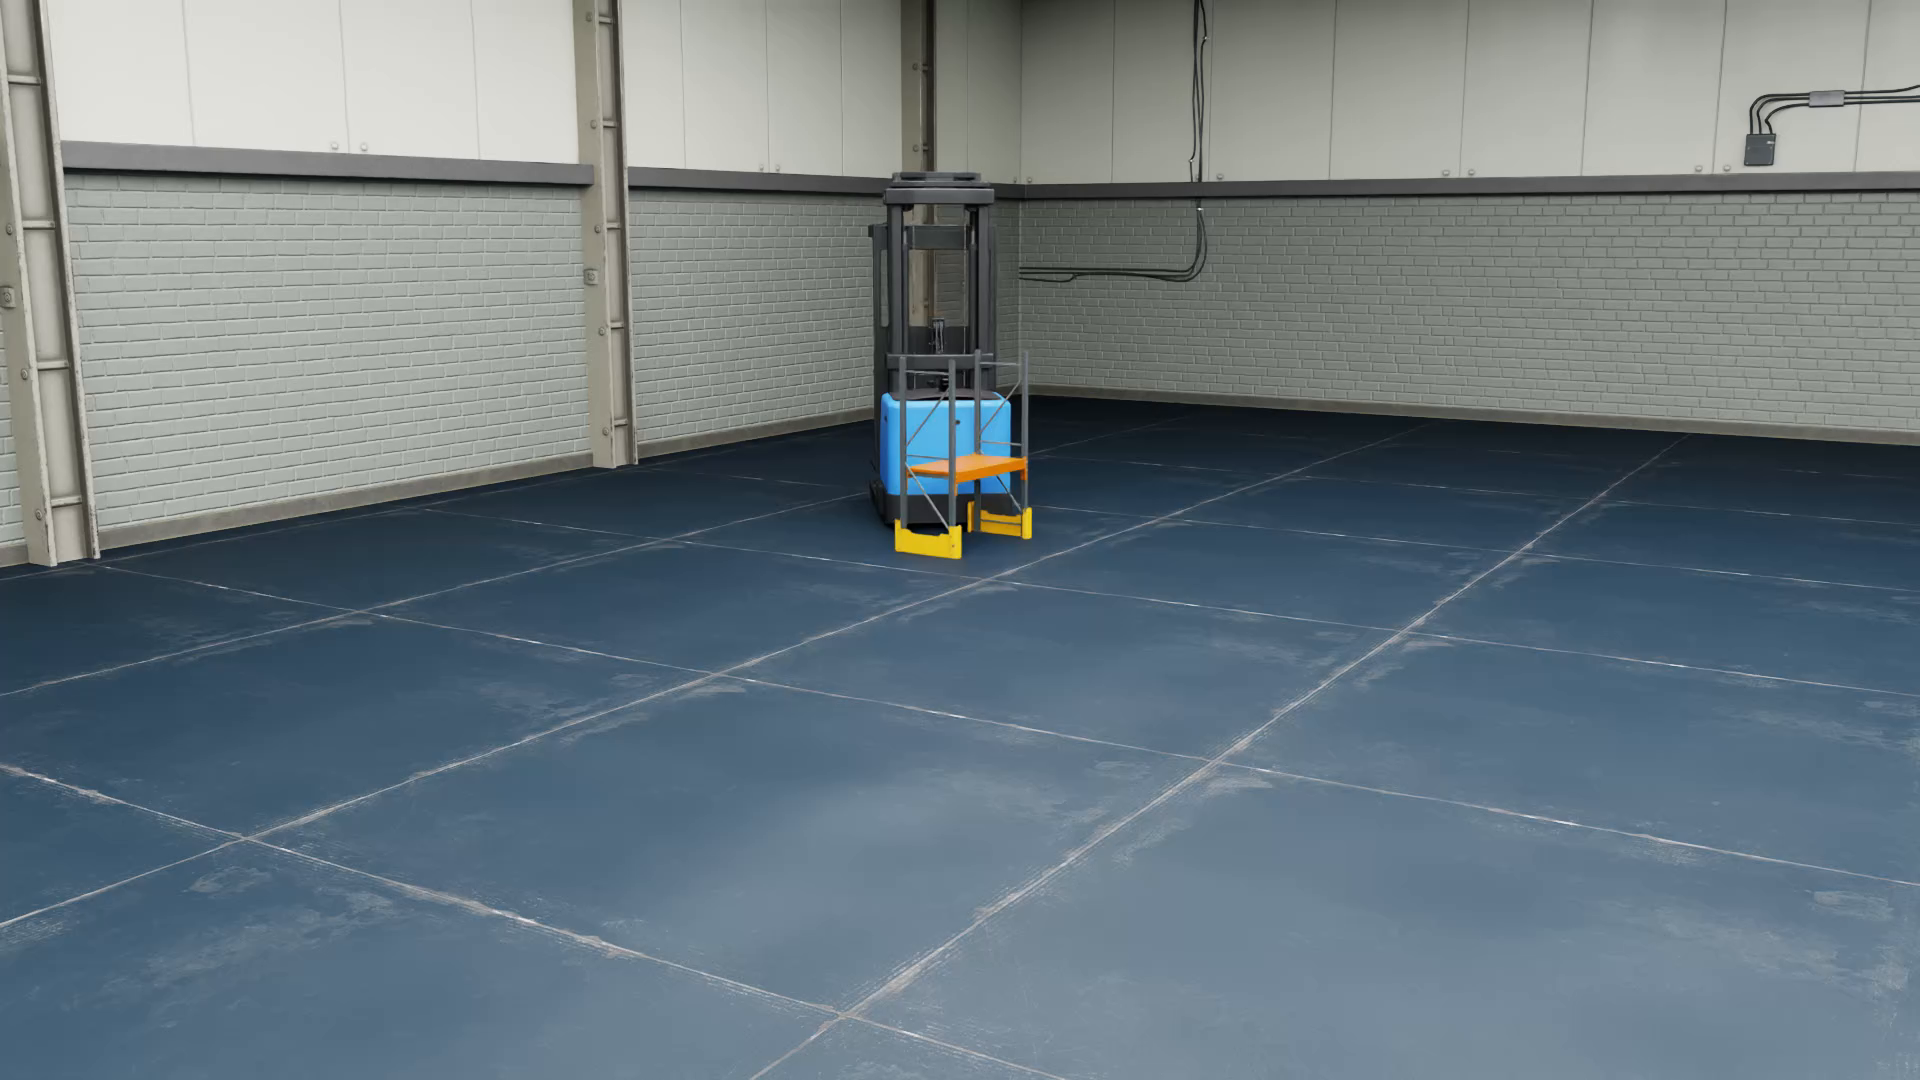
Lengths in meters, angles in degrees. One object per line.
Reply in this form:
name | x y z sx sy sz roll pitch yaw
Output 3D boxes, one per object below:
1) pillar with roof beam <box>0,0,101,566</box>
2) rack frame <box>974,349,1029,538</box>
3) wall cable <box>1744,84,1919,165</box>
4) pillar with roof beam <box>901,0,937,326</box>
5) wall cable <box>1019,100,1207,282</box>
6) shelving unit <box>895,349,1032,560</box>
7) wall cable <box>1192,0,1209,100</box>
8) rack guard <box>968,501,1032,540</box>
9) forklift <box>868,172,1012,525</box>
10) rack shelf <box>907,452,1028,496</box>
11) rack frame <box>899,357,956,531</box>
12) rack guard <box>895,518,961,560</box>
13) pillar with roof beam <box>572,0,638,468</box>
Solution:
pillar with roof beam | -3.091 -3.862 9.543 9.100 9.000 0.400 6 12 31
rack frame | 0.332 -0.778 13.449 0.500 1.500 0.032 7 13 34
wall cable | 10.225 -7.260 18.449 2.305 6.003 0.169 6 12 31
pillar with roof beam | 3.139 -5.749 19.623 9.100 9.000 0.400 6 12 31
wall cable | 2.120 -4.971 23.906 3.097 2.526 0.112 6 12 31
shelving unit | 0.037 -0.700 13.030 0.587 1.500 1.083 7 13 34
wall cable | 4.432 -7.195 22.061 3.097 2.526 0.112 6 12 31
rack guard | 0.321 -0.161 13.548 0.587 0.250 0.087 7 13 34
forklift | -0.248 -1.788 14.956 1.130 2.935 3.031 -1 11 -6
rack shelf | 0.042 -0.524 13.071 0.538 0.185 1.000 7 13 34
rack frame | -0.247 -0.624 12.627 0.500 1.500 0.032 7 13 34
rack guard | -0.247 -0.010 12.743 0.587 0.250 0.087 7 13 34
pillar with roof beam | 0.024 -4.806 14.583 9.100 9.000 0.400 6 12 31
